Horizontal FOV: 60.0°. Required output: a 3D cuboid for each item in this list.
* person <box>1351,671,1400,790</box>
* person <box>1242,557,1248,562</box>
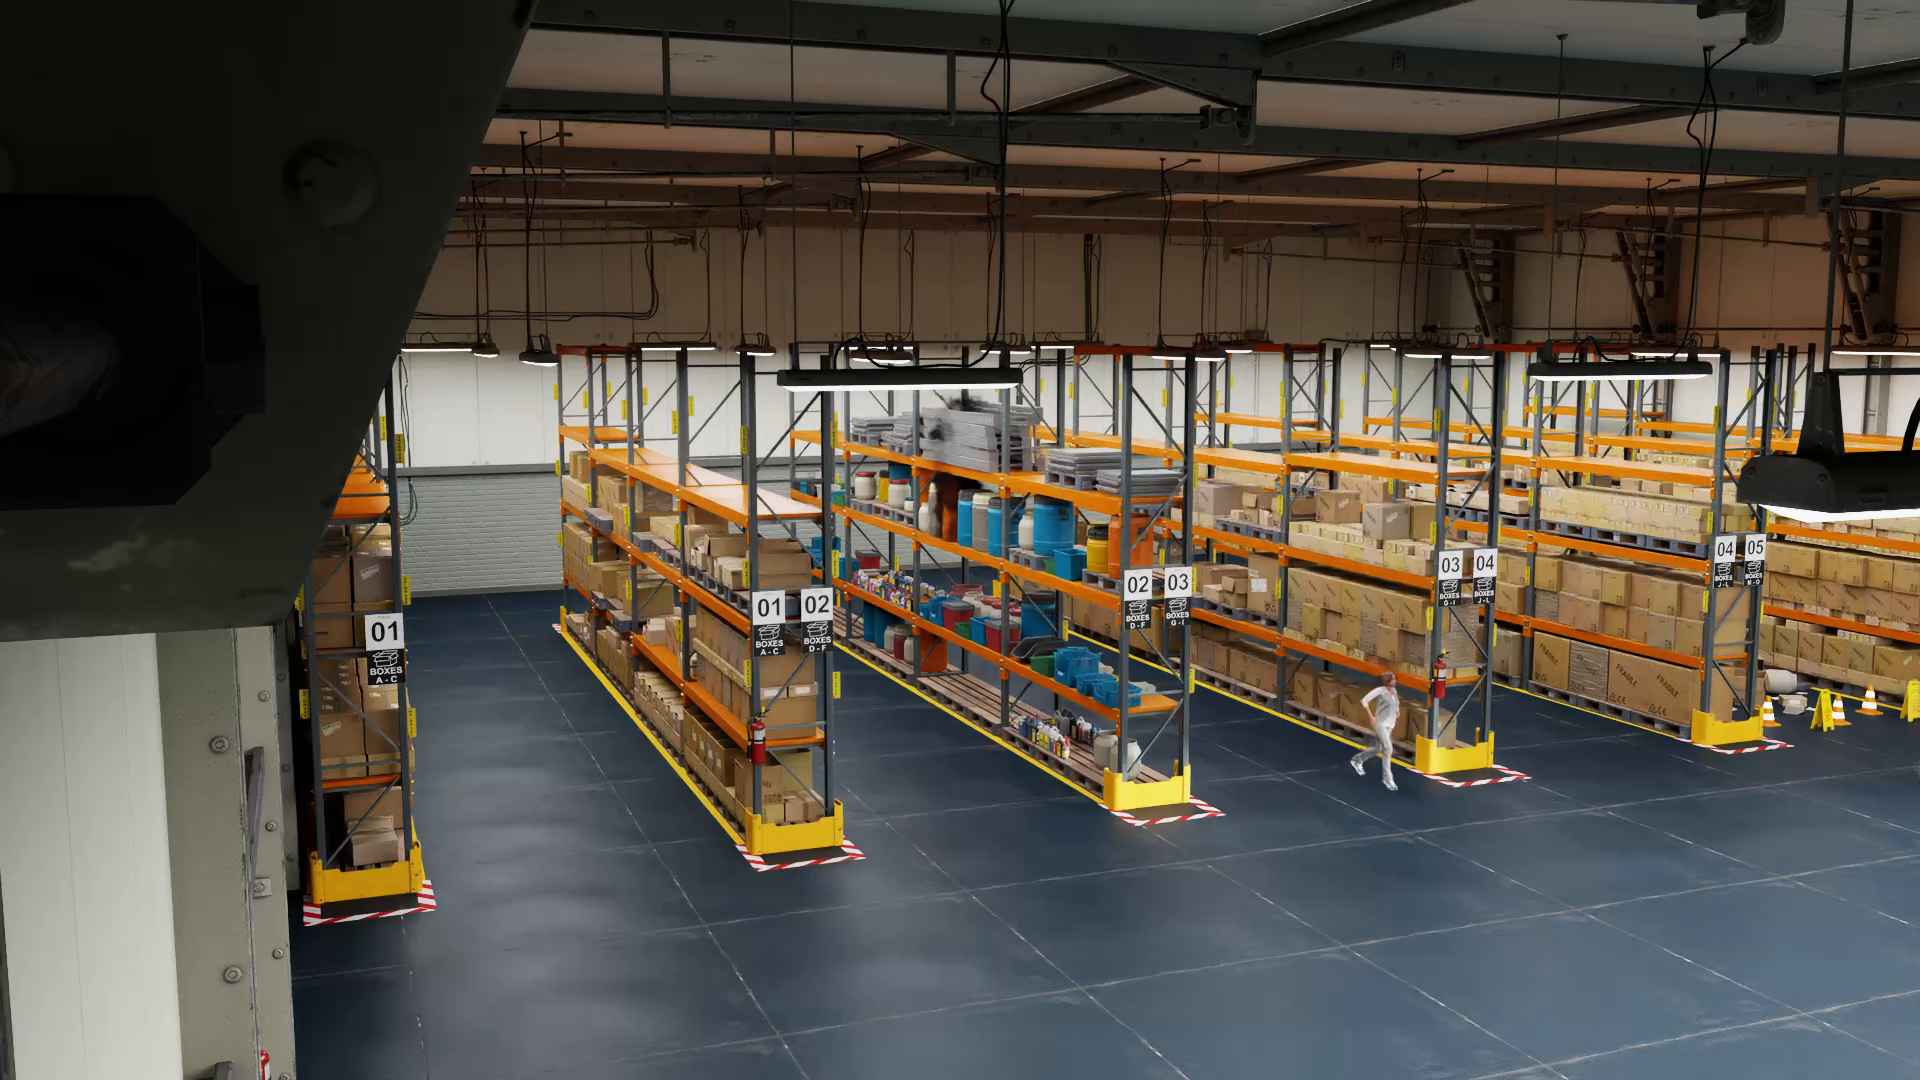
[{"bbox_3d":[5.890,2.622,23.250,0.578,1.590,0.830,-7,10,-43],"label":"person"},{"bbox_3d":[7.379,0.080,42.380,0.695,1.732,0.722,-2,7,-14],"label":"person"}]
